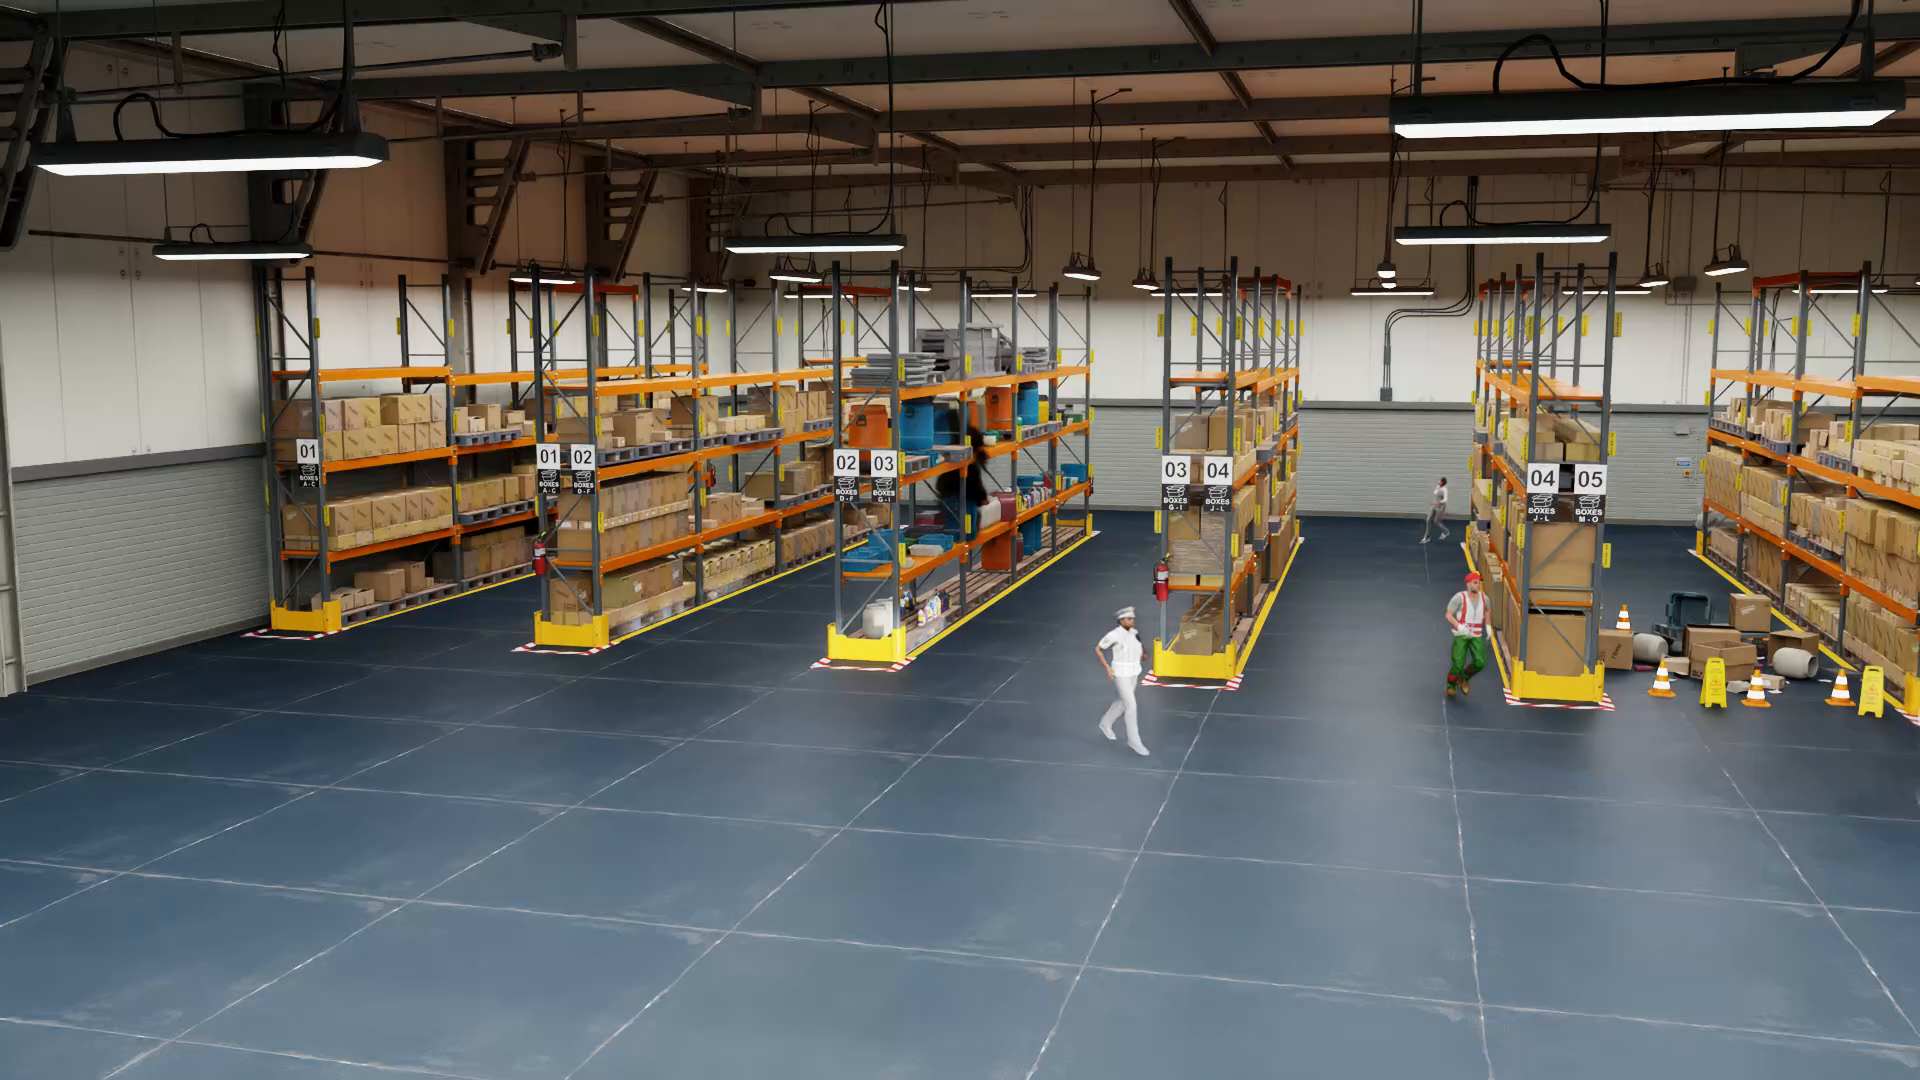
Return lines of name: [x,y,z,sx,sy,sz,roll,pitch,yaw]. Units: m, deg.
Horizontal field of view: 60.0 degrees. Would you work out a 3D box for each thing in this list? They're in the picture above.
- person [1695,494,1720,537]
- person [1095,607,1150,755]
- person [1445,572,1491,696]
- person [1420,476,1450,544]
person: [17.202,-0.656,38.145,0.595,1.679,0.818,5,9,36]
person: [1.965,1.641,19.853,0.566,1.720,0.853,-7,10,-44]
person: [6.905,1.287,22.459,0.700,1.718,0.602,-1,7,-6]
person: [11.175,-0.700,38.835,0.777,1.582,0.571,-3,8,-20]
